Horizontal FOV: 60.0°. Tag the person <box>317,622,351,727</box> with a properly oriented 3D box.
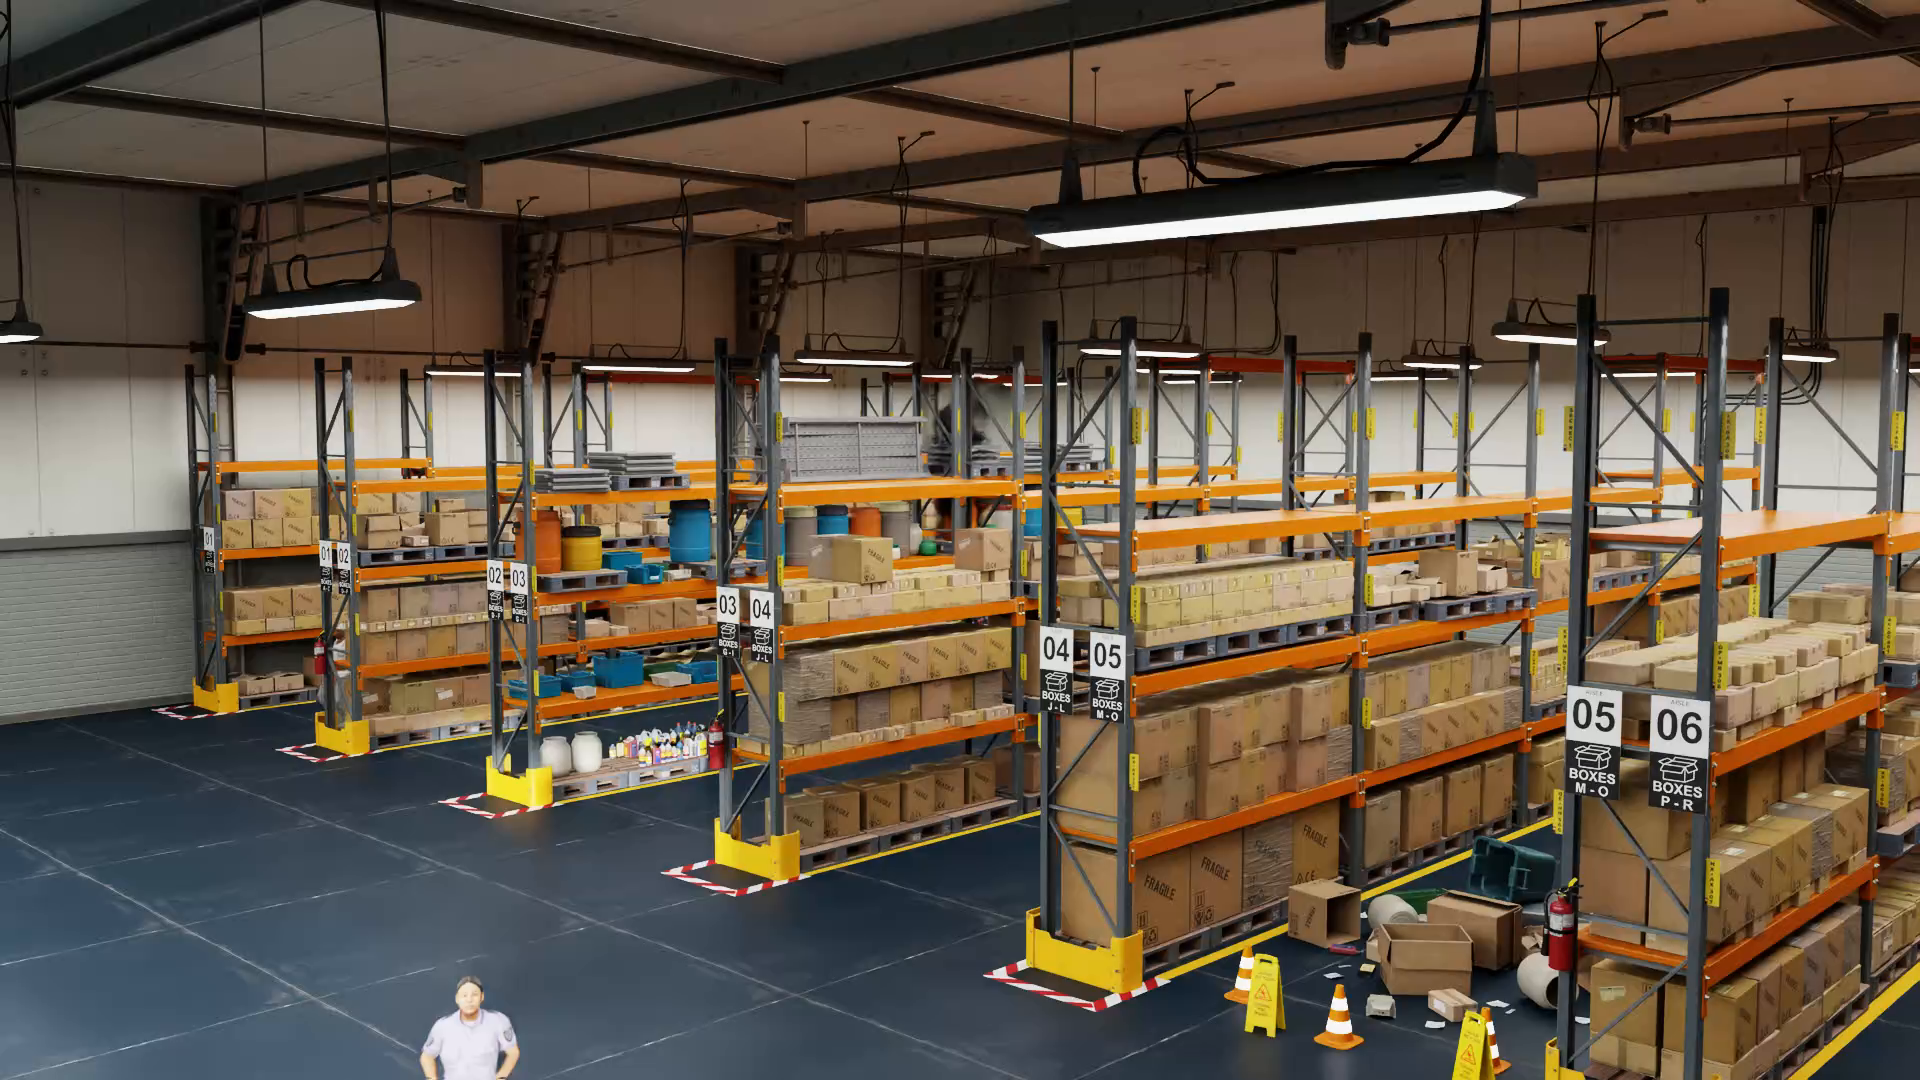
[{"bbox_3d":[-10.143,2.225,27.072,0.675,1.778,0.657,3,6,38],"label":"person"}]

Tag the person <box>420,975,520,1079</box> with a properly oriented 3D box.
[{"bbox_3d":[-3.111,3.557,10.574,0.611,1.597,0.652,-1,5,-15],"label":"person"}]
